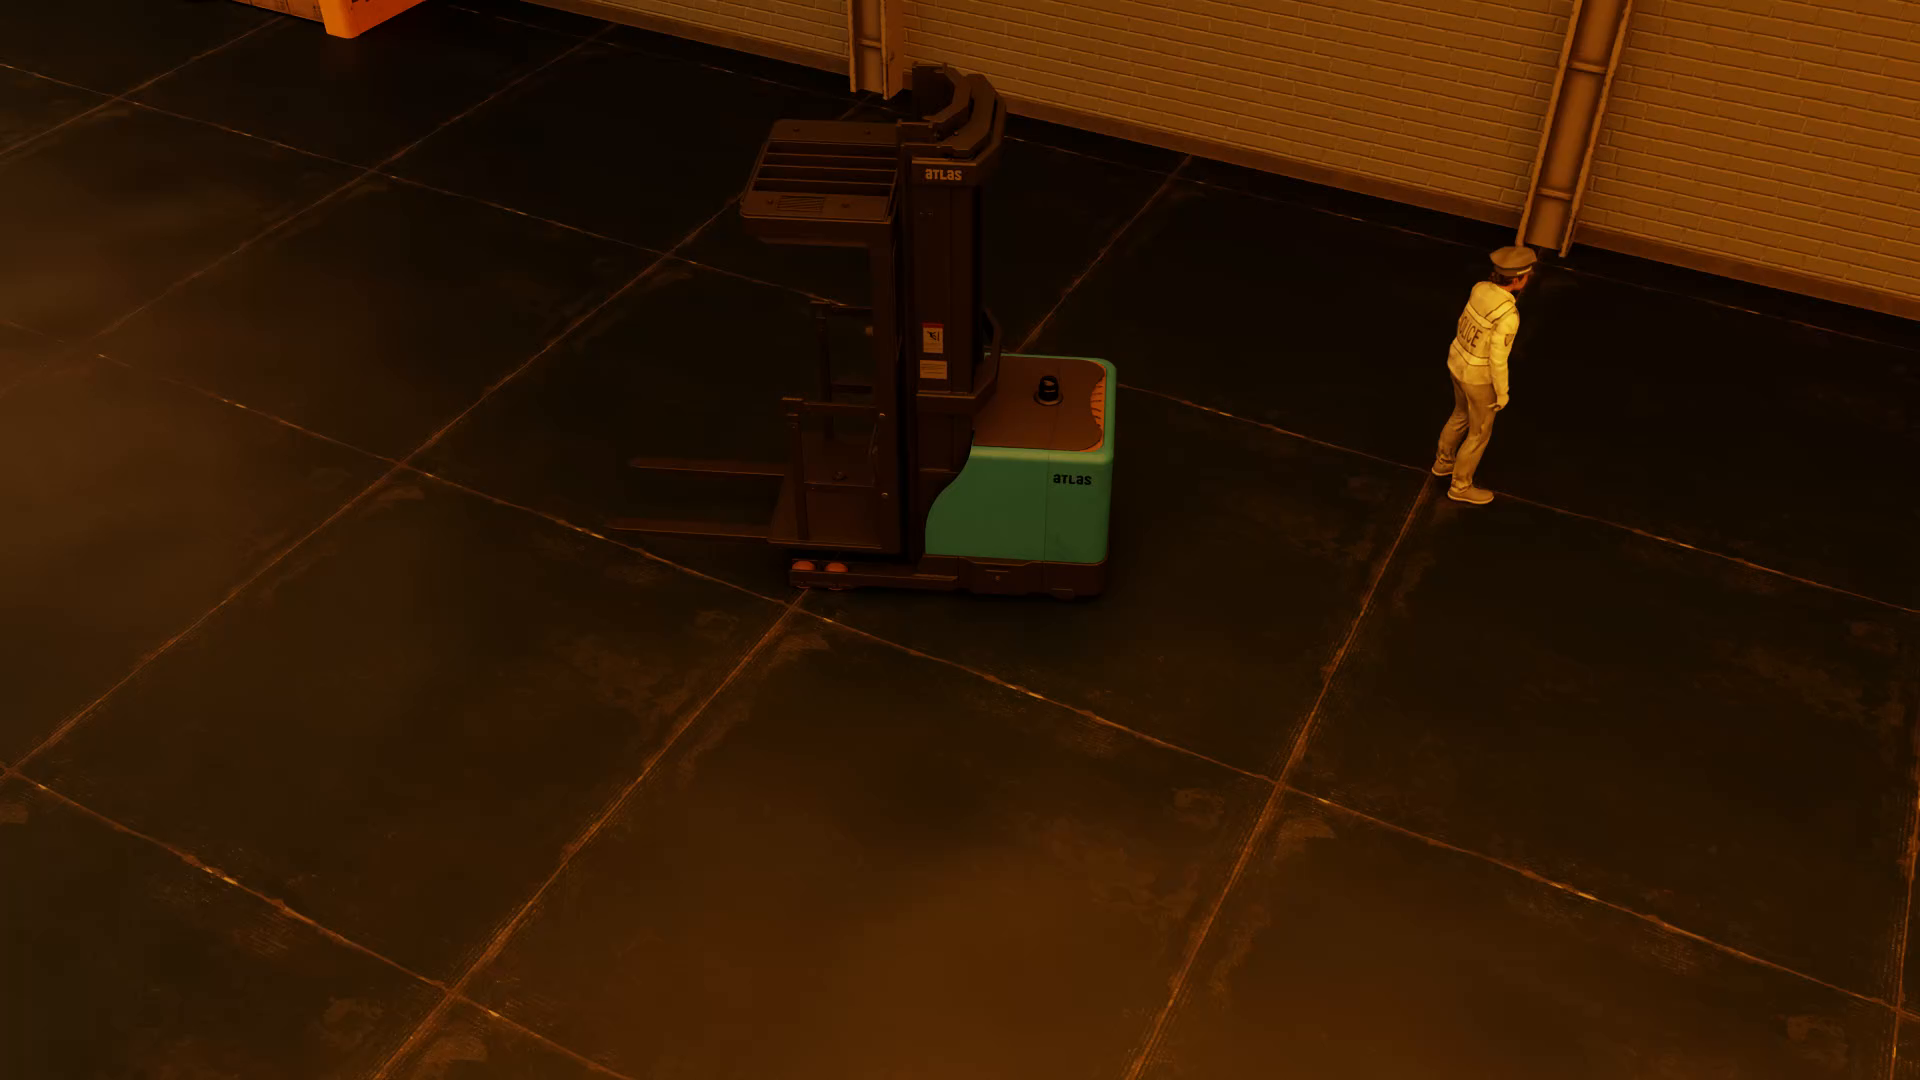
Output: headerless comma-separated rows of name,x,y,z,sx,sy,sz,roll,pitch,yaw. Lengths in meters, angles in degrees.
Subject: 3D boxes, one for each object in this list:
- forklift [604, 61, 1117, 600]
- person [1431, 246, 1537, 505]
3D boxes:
forklift,-0.606,-1.157,9.360,3.031,2.935,1.130,3,40,4
person,3.184,-1.018,10.180,0.373,1.665,0.542,-7,41,-8
